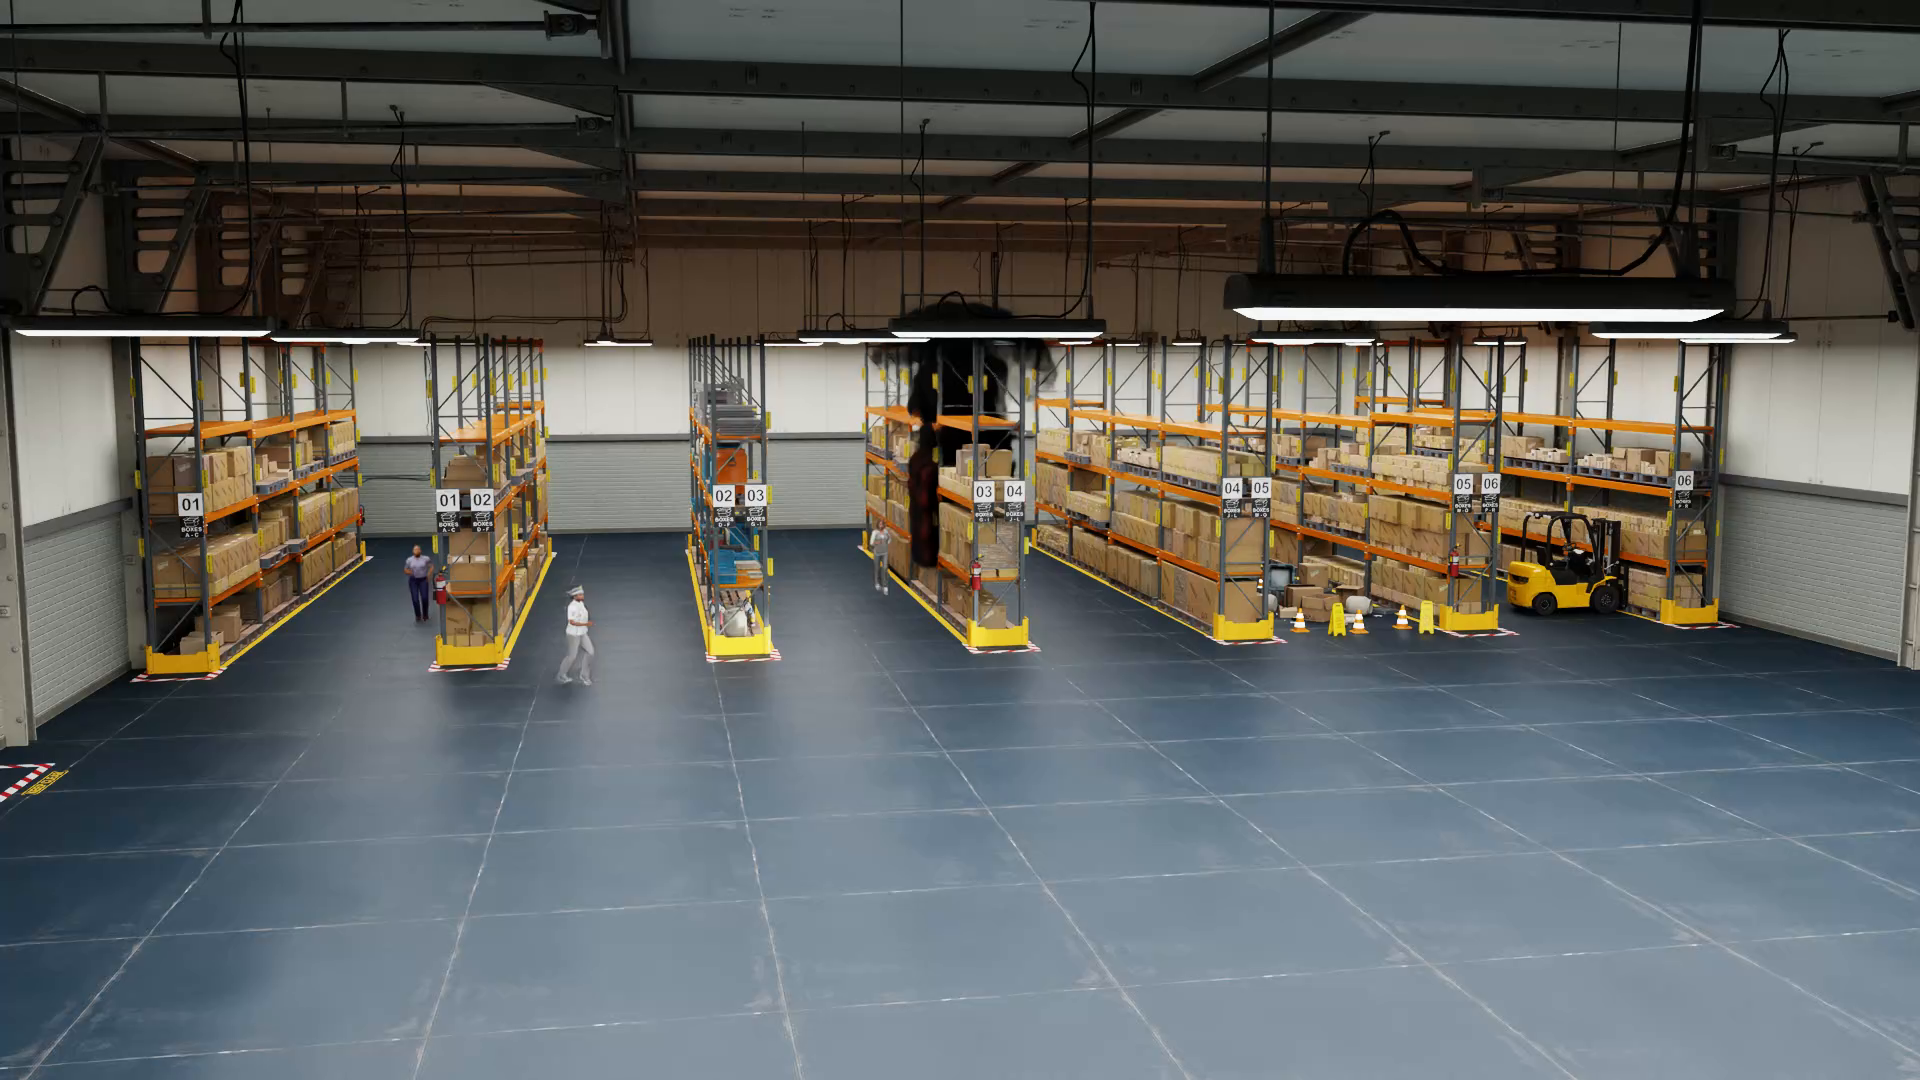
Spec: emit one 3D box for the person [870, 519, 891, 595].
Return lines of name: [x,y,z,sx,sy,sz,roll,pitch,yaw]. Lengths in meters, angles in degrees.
person: [-1.766,0.364,37.230,0.520,1.656,0.671,-1,7,-13]

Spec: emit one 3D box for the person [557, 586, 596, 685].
person: [-6.529,1.651,28.383,0.744,1.764,0.589,2,7,17]

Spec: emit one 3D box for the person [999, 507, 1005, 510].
person: [1.400,-0.712,48.884,0.743,1.757,0.853,4,7,28]

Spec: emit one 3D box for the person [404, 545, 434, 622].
person: [-11.360,0.935,34.921,0.587,1.618,0.610,-2,7,-14]
